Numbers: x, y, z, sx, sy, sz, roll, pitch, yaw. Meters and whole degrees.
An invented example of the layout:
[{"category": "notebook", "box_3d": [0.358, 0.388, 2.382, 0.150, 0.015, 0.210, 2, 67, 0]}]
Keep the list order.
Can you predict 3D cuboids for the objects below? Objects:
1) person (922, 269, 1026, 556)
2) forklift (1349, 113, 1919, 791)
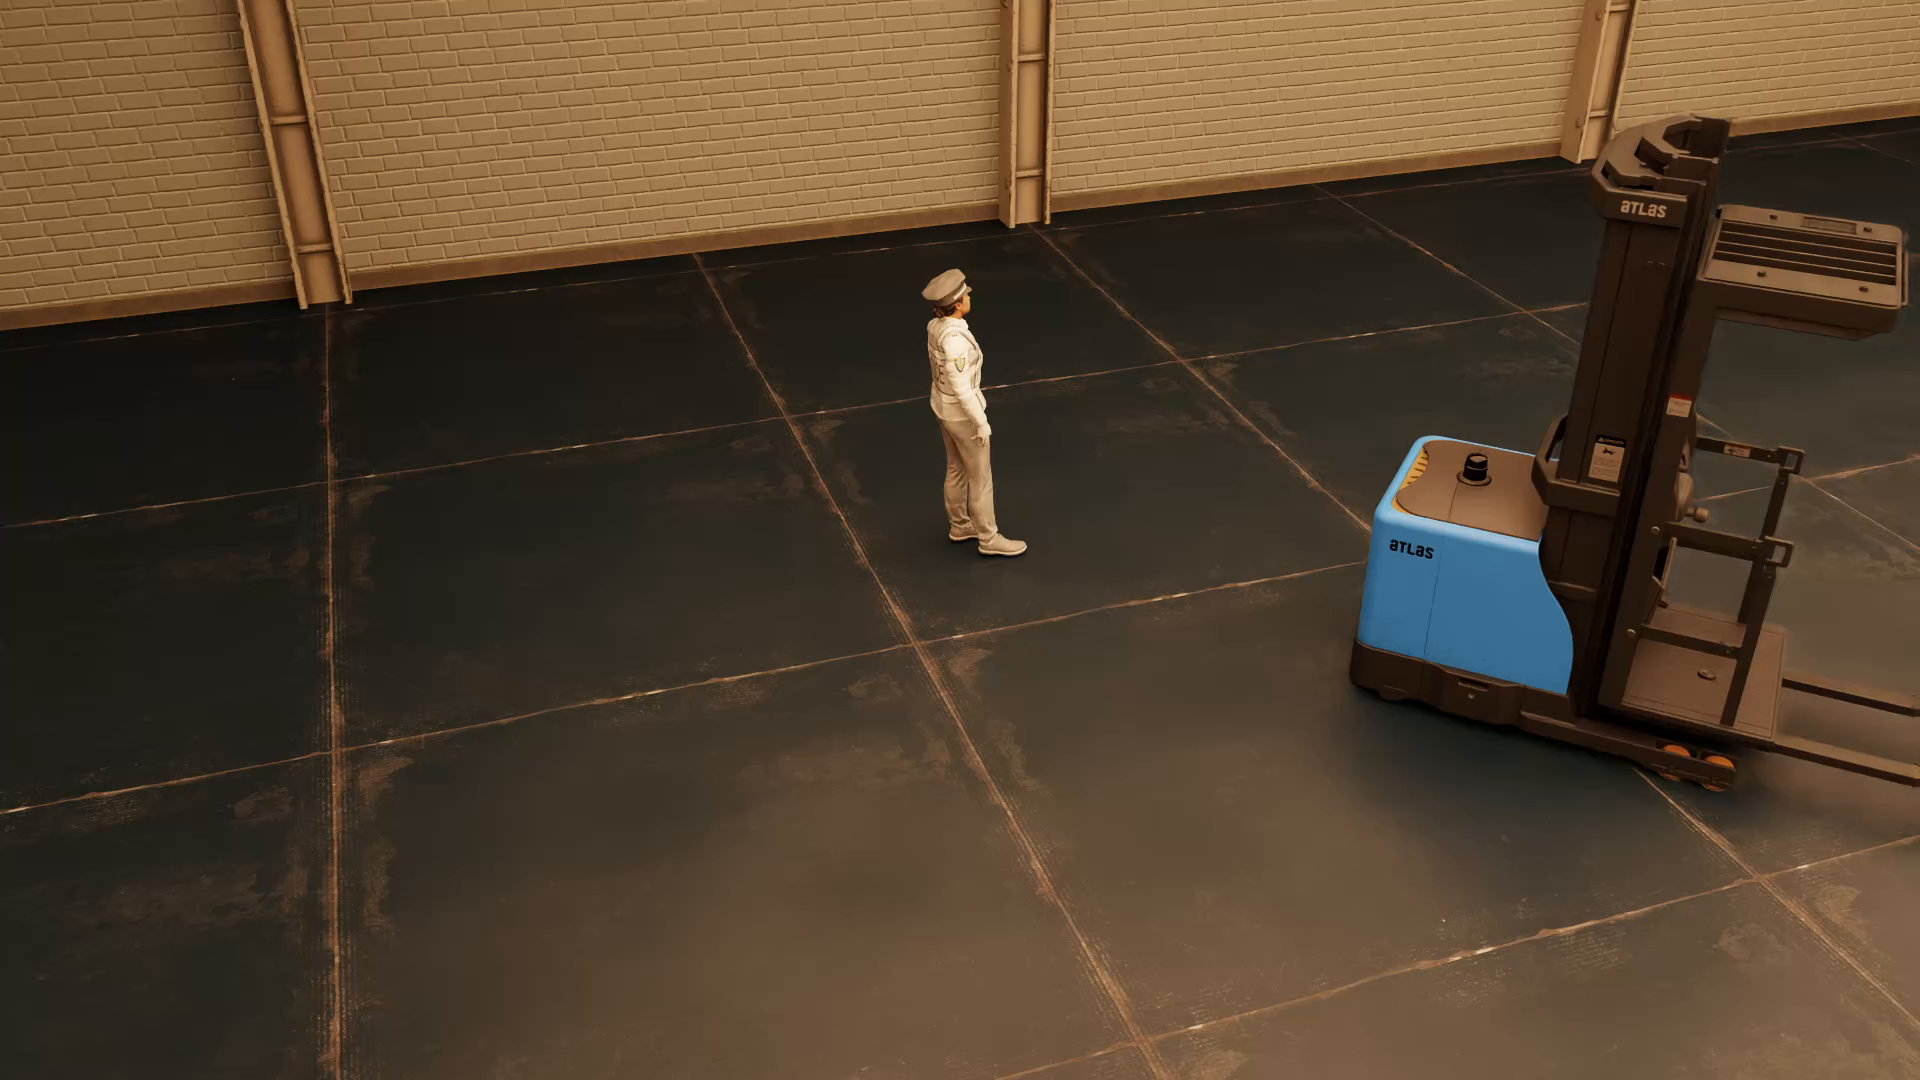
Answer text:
[{"category": "person", "box_3d": [0.067, -0.748, 9.613, 0.531, 1.694, 0.586, -10, 31, -16]}, {"category": "forklift", "box_3d": [3.580, -0.374, 7.737, 3.031, 2.935, 1.130, 14, 33, 23]}]
